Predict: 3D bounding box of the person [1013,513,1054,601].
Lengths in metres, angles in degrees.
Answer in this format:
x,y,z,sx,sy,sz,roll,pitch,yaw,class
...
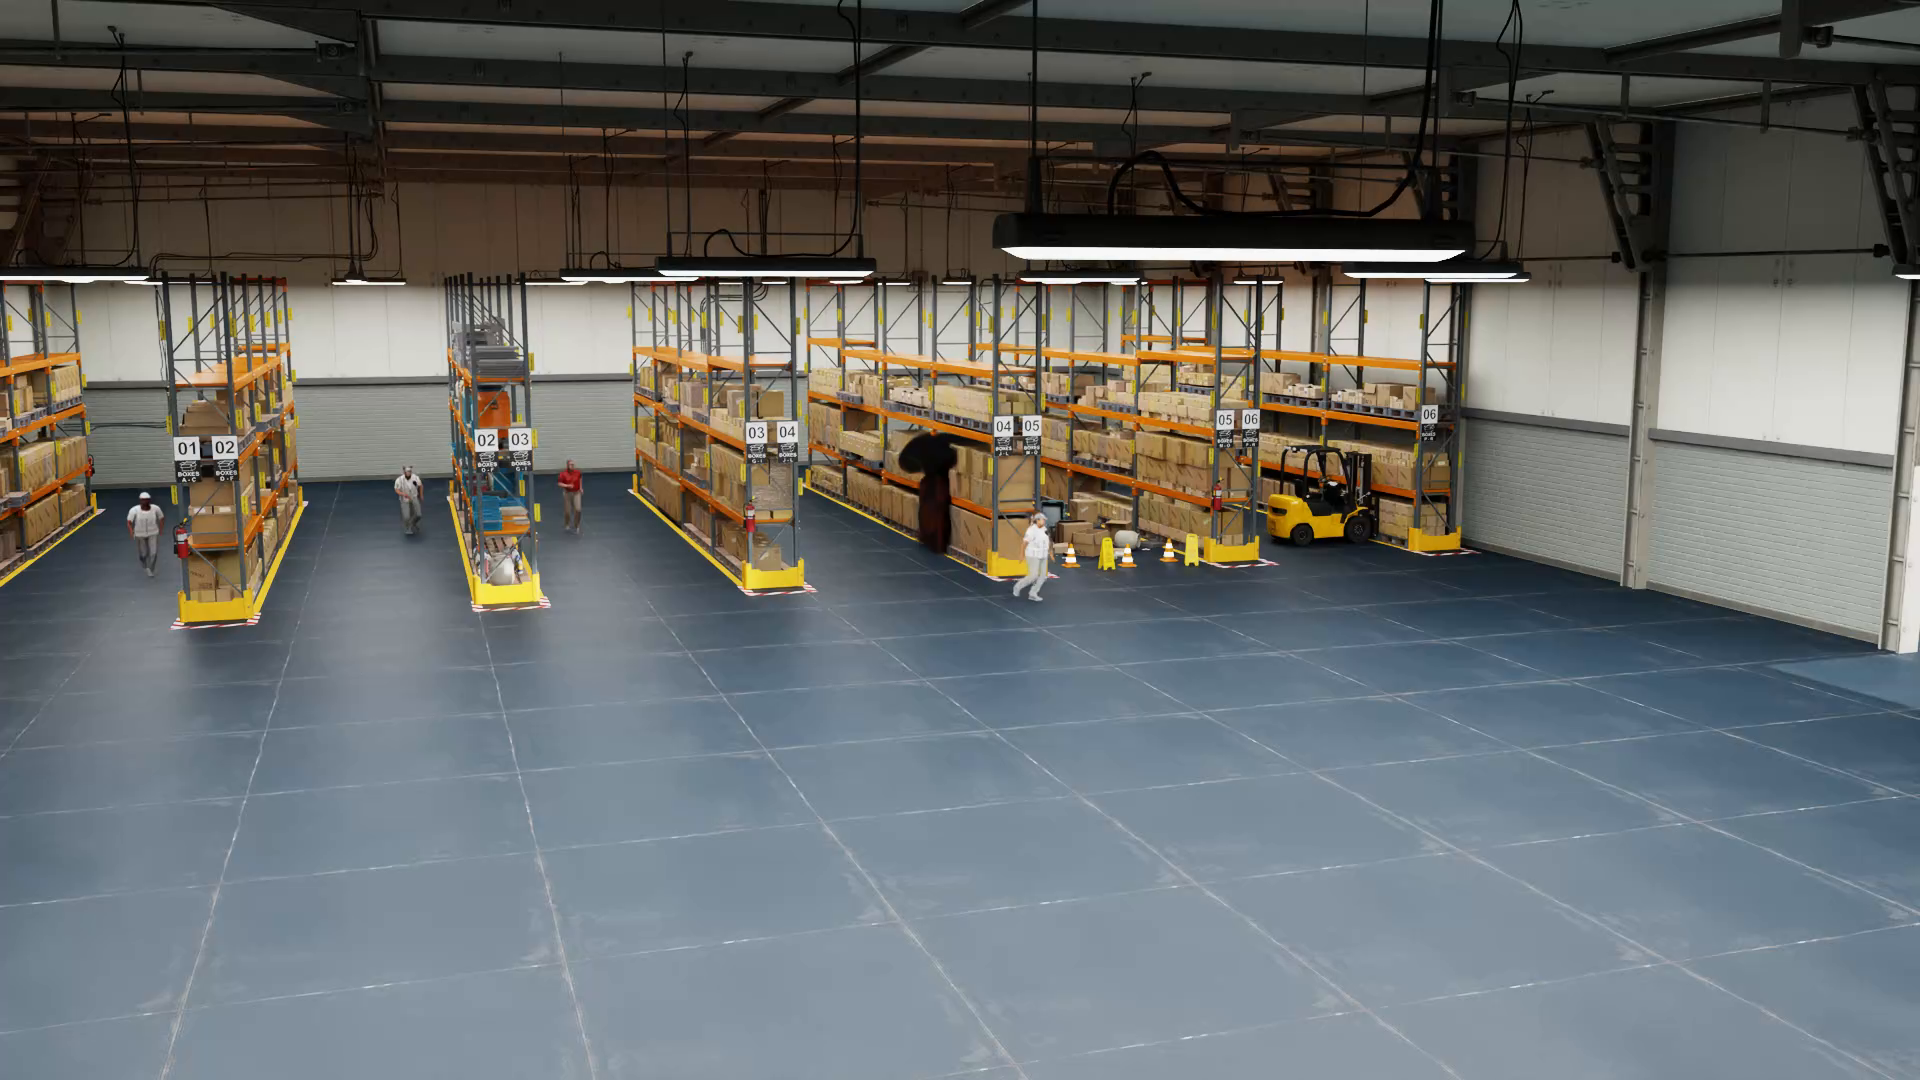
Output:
x,y,z,sx,sy,sz,roll,pitch,yaw,class
1.336,0.315,30.617,0.726,1.631,0.534,-7,11,-40,person

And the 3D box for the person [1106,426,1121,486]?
x,y,z,sx,sy,sz,roll,pitch,yaw,class
4.502,-2.430,48.349,0.829,1.758,0.627,8,12,43,person

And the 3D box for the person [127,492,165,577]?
x,y,z,sx,sy,sz,roll,pitch,yaw,class
-16.260,-0.121,33.245,0.680,1.707,0.656,-5,10,-29,person

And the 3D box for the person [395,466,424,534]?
x,y,z,sx,sy,sz,roll,pitch,yaw,class
-12.875,-0.943,38.881,0.656,1.647,0.788,-5,10,-29,person

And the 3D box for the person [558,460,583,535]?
x,y,z,sx,sy,sz,roll,pitch,yaw,class
-9.120,-0.991,39.007,0.618,1.790,0.856,-4,9,-23,person
